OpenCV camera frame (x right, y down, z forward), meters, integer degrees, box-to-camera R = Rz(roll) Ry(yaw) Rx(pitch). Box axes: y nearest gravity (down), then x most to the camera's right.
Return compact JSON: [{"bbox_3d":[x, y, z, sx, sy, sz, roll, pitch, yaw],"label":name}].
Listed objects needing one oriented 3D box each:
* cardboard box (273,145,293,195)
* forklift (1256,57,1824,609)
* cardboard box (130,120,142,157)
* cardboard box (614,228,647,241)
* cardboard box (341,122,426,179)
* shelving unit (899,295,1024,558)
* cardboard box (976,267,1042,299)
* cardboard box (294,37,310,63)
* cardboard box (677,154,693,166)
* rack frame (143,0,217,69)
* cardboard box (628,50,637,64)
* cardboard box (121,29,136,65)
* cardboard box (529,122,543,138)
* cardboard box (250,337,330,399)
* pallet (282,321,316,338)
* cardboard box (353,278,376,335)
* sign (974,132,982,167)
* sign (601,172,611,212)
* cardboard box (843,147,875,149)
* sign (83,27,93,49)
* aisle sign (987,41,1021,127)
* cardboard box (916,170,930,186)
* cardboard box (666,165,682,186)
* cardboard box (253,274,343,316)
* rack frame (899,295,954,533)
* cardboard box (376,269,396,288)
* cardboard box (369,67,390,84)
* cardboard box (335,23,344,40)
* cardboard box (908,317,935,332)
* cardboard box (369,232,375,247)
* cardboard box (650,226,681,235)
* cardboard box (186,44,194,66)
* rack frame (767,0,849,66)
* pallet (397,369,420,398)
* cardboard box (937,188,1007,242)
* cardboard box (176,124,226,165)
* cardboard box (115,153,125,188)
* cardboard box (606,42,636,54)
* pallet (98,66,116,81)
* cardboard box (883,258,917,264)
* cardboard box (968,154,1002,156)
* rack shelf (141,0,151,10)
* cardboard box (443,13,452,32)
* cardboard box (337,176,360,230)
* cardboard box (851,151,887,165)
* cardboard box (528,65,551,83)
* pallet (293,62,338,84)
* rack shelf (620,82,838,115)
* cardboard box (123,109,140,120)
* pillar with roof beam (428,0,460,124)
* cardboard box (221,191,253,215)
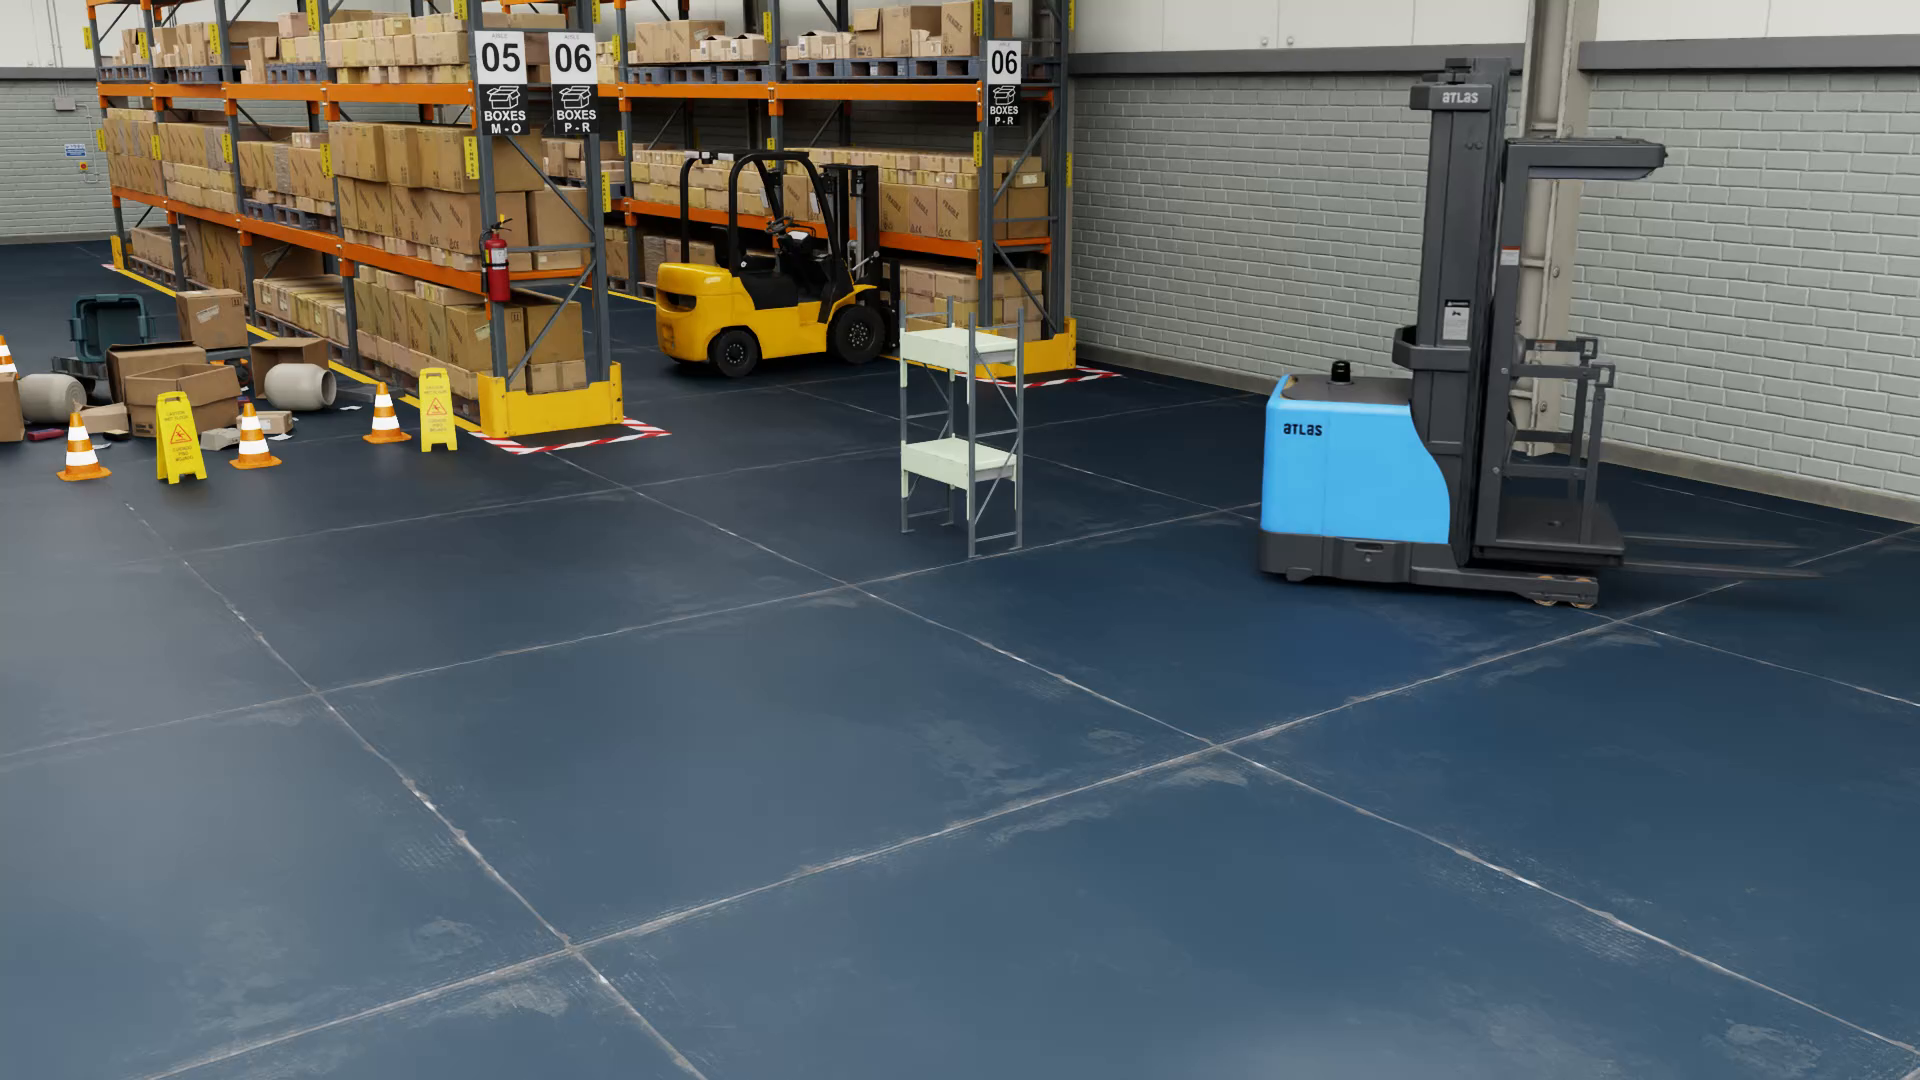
[{"bbox_3d":[-7.101,-4.026,18.055,0.500,0.500,0.500,-12,19,-37],"label":"cardboard box"},{"bbox_3d":[3.307,-1.190,9.373,3.031,2.935,1.130,4,16,15],"label":"forklift"},{"bbox_3d":[-11.547,-5.754,23.833,0.500,0.500,0.500,-11,19,-34],"label":"cardboard box"},{"bbox_3d":[-4.578,-4.241,23.102,0.380,0.149,0.250,-12,19,-37],"label":"cardboard box"},{"bbox_3d":[-5.378,-3.674,15.671,0.700,0.500,0.500,-11,19,-34],"label":"cardboard box"},{"bbox_3d":[0.004,-0.722,10.373,0.431,1.500,0.755,-11,19,-35],"label":"shelving unit"},{"bbox_3d":[0.492,-2.648,17.088,0.500,0.250,0.500,-11,19,-35],"label":"cardboard box"},{"bbox_3d":[-6.498,-5.028,17.072,0.500,0.250,0.500,-11,19,-34],"label":"cardboard box"},{"bbox_3d":[-3.366,-4.839,21.156,0.380,0.149,0.250,-10,18,-33],"label":"cardboard box"},{"bbox_3d":[-10.447,-7.842,22.182,1.000,3.000,0.127,-11,19,-35],"label":"rack frame"},{"bbox_3d":[-4.123,-6.329,21.793,0.380,0.166,0.250,-11,19,-35],"label":"cardboard box"},{"bbox_3d":[-11.735,-7.095,23.959,0.500,0.500,0.500,-10,18,-34],"label":"cardboard box"},{"bbox_3d":[-7.095,-6.512,26.986,0.500,0.500,0.500,-11,19,-36],"label":"cardboard box"},{"bbox_3d":[-6.214,-1.596,15.455,0.500,0.500,0.500,1,15,4],"label":"cardboard box"},{"bbox_3d":[-6.924,-2.322,18.660,1.003,0.211,1.213,-11,19,-35],"label":"pallet"},{"bbox_3d":[-5.615,-2.310,16.328,0.500,0.500,0.500,-10,18,-32],"label":"cardboard box"},{"bbox_3d":[0.174,-3.749,15.949,0.100,0.325,0.005,-11,19,-35],"label":"sign"},{"bbox_3d":[-2.953,-2.888,13.805,0.100,0.325,0.005,-11,19,-35],"label":"sign"},{"bbox_3d":[-1.185,-4.435,19.115,0.380,0.149,0.250,-11,19,-36],"label":"cardboard box"},{"bbox_3d":[-13.252,-7.624,25.263,0.100,0.325,0.005,-11,19,-35],"label":"sign"},{"bbox_3d":[0.422,-4.352,15.869,0.394,0.787,0.004,-11,19,-35],"label":"aisle sign"},{"bbox_3d":[-0.223,-3.718,17.062,0.380,0.149,0.250,-11,19,-35],"label":"cardboard box"},{"bbox_3d":[-3.433,-4.680,21.330,0.500,0.250,0.500,-11,19,-36],"label":"cardboard box"},{"bbox_3d":[-7.771,-2.907,19.698,0.950,0.372,0.625,-12,20,-38],"label":"cardboard box"},{"bbox_3d":[-0.211,-0.800,10.658,0.400,1.500,0.023,-11,19,-35],"label":"rack frame"},{"bbox_3d":[-5.287,-2.478,15.711,0.380,0.149,0.250,-10,18,-32],"label":"cardboard box"},{"bbox_3d":[-5.072,-4.172,14.932,0.380,0.149,0.250,-11,19,-36],"label":"cardboard box"},{"bbox_3d":[-5.646,-4.781,15.647,0.380,0.149,0.250,-10,18,-33],"label":"cardboard box"},{"bbox_3d":[-0.196,-2.193,17.318,0.500,0.250,0.500,-11,19,-35],"label":"cardboard box"},{"bbox_3d":[-5.447,-2.904,15.980,0.380,0.149,0.250,-11,19,-35],"label":"cardboard box"},{"bbox_3d":[-4.137,-4.335,23.444,0.380,0.149,0.250,-10,18,-32],"label":"cardboard box"},{"bbox_3d":[-9.188,-5.919,20.296,0.396,0.266,0.258,-11,19,-36],"label":"cardboard box"},{"bbox_3d":[-1.731,-6.905,18.758,1.000,3.000,0.127,-11,19,-35],"label":"rack frame"},{"bbox_3d":[-4.599,-1.497,15.644,1.003,0.211,1.213,-11,19,-35],"label":"pallet"},{"bbox_3d":[0.119,-3.270,16.652,0.500,0.500,0.500,-11,19,-36],"label":"cardboard box"},{"bbox_3d":[-9.807,-5.129,21.549,0.500,0.500,0.500,-11,19,-36],"label":"cardboard box"},{"bbox_3d":[-12.429,-5.600,25.165,0.500,0.500,0.500,-11,19,-35],"label":"cardboard box"},{"bbox_3d":[-4.524,-6.603,22.304,0.380,0.149,0.250,-10,18,-33],"label":"cardboard box"},{"bbox_3d":[-12.355,-7.050,25.138,1.003,0.211,1.213,-11,19,-35],"label":"pallet"},{"bbox_3d":[-0.804,-2.890,17.970,0.500,0.250,0.500,-11,19,-36],"label":"cardboard box"},{"bbox_3d":[0.303,-3.882,17.096,0.380,0.149,0.250,-10,18,-33],"label":"cardboard box"},{"bbox_3d":[-9.272,-6.875,20.769,1.077,0.370,4.000,-11,19,-35],"label":"rack shelf"},{"bbox_3d":[-3.950,-4.184,13.463,0.380,0.149,0.250,-10,18,-34],"label":"cardboard box"},{"bbox_3d":[-5.710,-3.295,16.179,0.500,0.500,0.500,-11,19,-35],"label":"cardboard box"},{"bbox_3d":[-0.962,-4.139,18.035,0.380,0.149,0.250,-11,19,-35],"label":"cardboard box"},{"bbox_3d":[-3.324,-3.833,13.692,0.380,0.149,0.250,-11,19,-34],"label":"cardboard box"},{"bbox_3d":[-6.021,-4.745,16.903,1.213,0.211,1.003,-11,19,-35],"label":"pallet"},{"bbox_3d":[-2.907,-5.538,20.810,1.077,0.370,4.000,-11,19,-35],"label":"rack shelf"},{"bbox_3d":[-11.937,-6.189,24.196,0.380,0.149,0.250,-11,19,-36],"label":"cardboard box"},{"bbox_3d":[-13.125,-9.515,28.294,9.100,9.000,0.400,-11,19,-35],"label":"pillar with roof beam"},{"bbox_3d":[-8.603,-4.090,20.120,0.500,0.250,0.500,-12,19,-36],"label":"cardboard box"}]
